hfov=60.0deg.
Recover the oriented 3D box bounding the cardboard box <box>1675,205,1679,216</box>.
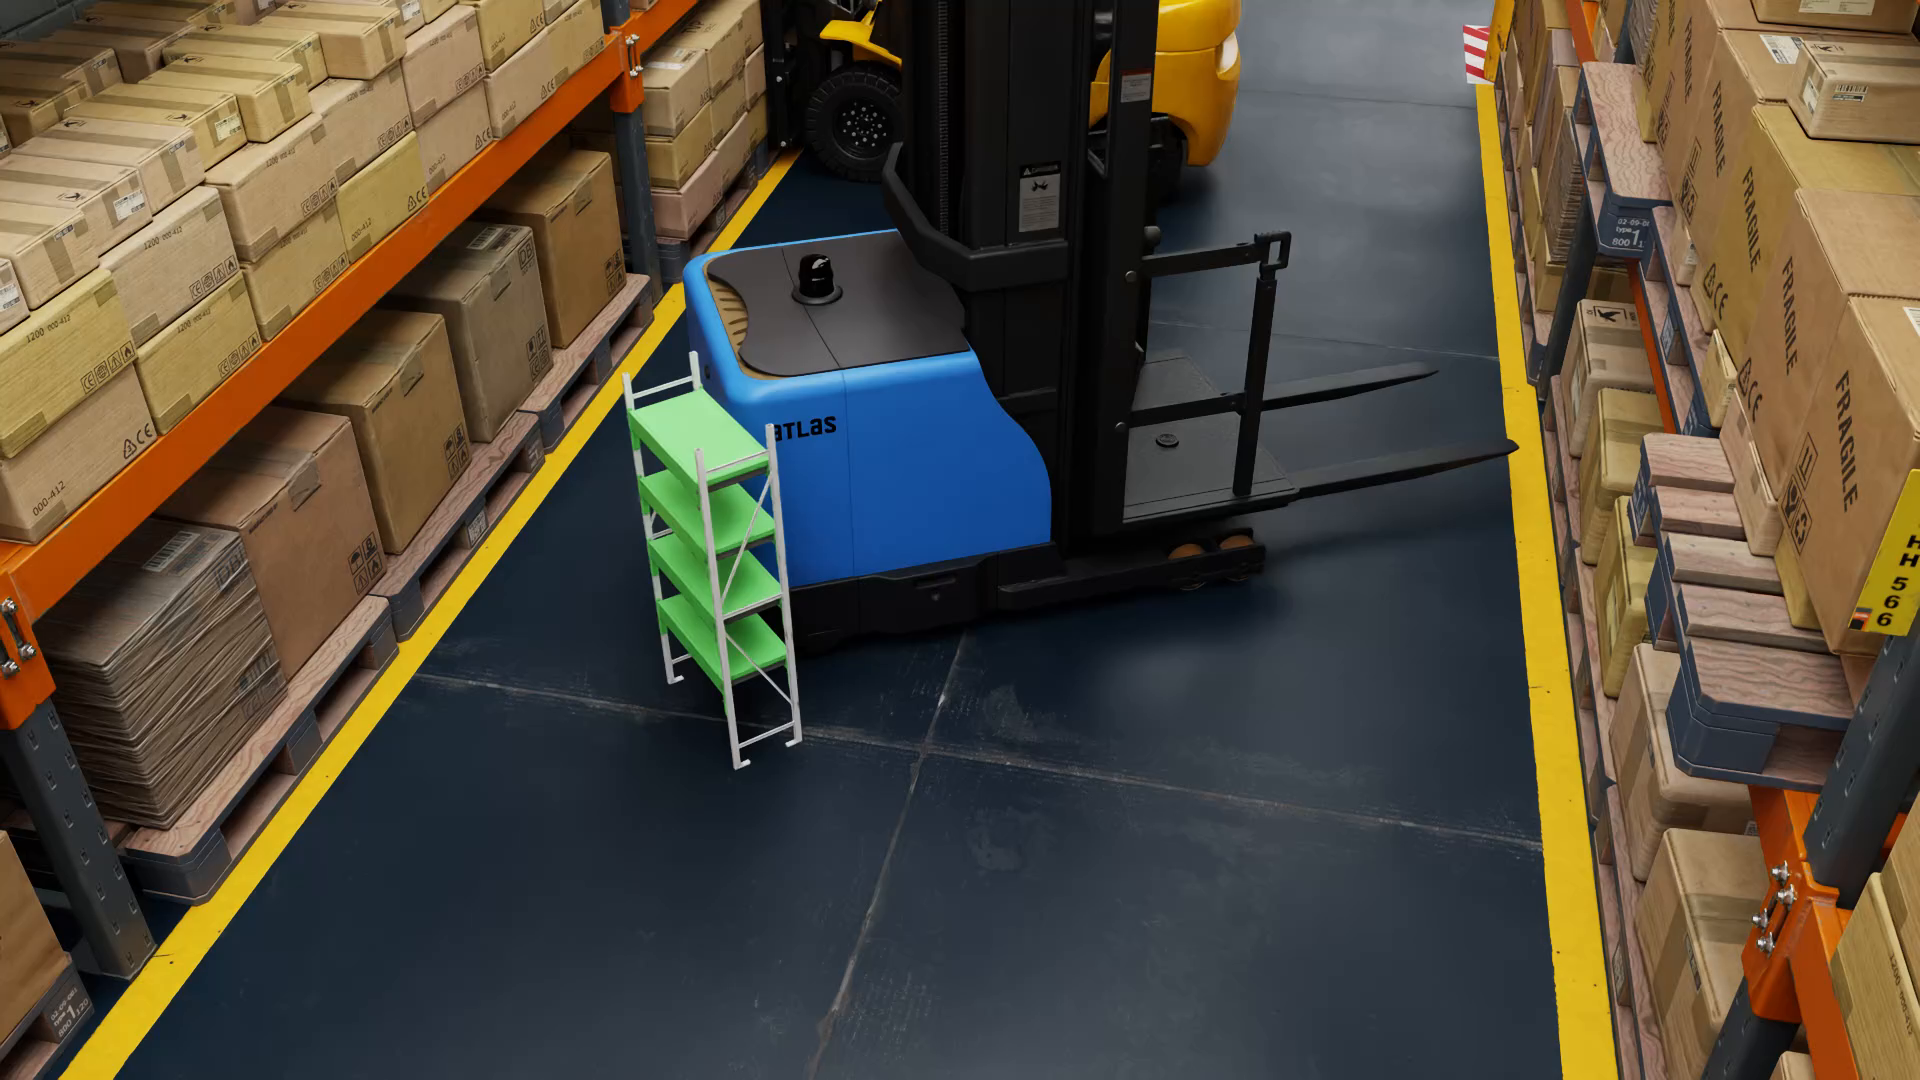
[{"bbox_3d":[2.328,-0.961,4.877,0.380,0.149,0.250,8,37,10],"label":"cardboard box"}]

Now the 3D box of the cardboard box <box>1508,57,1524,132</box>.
[{"bbox_3d":[3.249,-2.399,8.989,0.500,0.250,0.500,9,37,12],"label":"cardboard box"}]

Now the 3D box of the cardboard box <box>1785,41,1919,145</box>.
[{"bbox_3d":[2.173,-1.042,3.882,0.380,0.149,0.250,6,36,8],"label":"cardboard box"}]

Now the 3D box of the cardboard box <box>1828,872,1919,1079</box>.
[{"bbox_3d":[1.749,0.835,2.670,0.500,0.250,0.500,7,36,9],"label":"cardboard box"}]

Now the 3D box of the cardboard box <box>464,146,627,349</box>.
[{"bbox_3d":[-1.997,-1.296,7.148,0.875,0.625,0.625,9,37,12],"label":"cardboard box"}]

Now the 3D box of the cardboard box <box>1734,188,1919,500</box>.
[{"bbox_3d":[2.024,-0.399,3.548,0.500,0.500,0.500,7,36,9],"label":"cardboard box"}]

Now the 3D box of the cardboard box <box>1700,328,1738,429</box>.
[{"bbox_3d":[2.042,-0.376,4.070,0.380,0.149,0.250,8,37,11],"label":"cardboard box"}]

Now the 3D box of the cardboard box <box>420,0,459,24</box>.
[{"bbox_3d":[-1.938,-1.874,5.642,0.380,0.149,0.250,6,36,9],"label":"cardboard box"}]

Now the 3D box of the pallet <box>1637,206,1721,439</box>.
[{"bbox_3d":[2.482,-0.537,4.599,1.003,0.211,1.213,7,37,10],"label":"pallet"}]

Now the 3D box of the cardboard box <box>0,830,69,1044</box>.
[{"bbox_3d":[-2.631,1.016,4.064,0.500,0.500,0.500,8,37,11],"label":"cardboard box"}]

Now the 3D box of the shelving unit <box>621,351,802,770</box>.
[{"bbox_3d":[-0.751,0.079,5.115,0.258,1.200,0.503,-21,41,-26],"label":"shelving unit"}]

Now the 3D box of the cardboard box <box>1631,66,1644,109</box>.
[{"bbox_3d":[2.527,-1.559,5.701,0.380,0.149,0.250,8,37,11],"label":"cardboard box"}]

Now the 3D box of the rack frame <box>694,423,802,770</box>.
[{"bbox_3d":[-0.618,0.199,4.950,0.240,1.200,0.015,-21,41,-26],"label":"rack frame"}]

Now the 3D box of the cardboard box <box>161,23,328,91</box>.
[{"bbox_3d":[-2.169,-1.446,5.052,0.380,0.149,0.250,7,37,10],"label":"cardboard box"}]

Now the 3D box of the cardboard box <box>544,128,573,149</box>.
[{"bbox_3d":[-1.993,-1.952,7.947,0.500,0.250,0.500,7,36,9],"label":"cardboard box"}]

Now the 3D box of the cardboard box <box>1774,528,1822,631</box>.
[{"bbox_3d":[1.926,0.077,3.445,0.380,0.149,0.250,8,37,11],"label":"cardboard box"}]

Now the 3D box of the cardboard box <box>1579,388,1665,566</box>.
[{"bbox_3d":[2.694,-0.161,5.797,0.950,0.372,0.625,10,37,13],"label":"cardboard box"}]

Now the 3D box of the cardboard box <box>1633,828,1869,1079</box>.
[{"bbox_3d":[2.229,1.096,4.063,0.950,0.372,0.625,5,36,7],"label":"cardboard box"}]

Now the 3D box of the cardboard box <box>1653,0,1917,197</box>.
[{"bbox_3d":[2.348,-1.297,4.787,0.500,0.500,0.500,7,37,10],"label":"cardboard box"}]

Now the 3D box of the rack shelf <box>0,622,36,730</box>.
[{"bbox_3d":[-3.178,1.343,2.454,1.077,0.370,4.000,7,37,10],"label":"rack shelf"}]

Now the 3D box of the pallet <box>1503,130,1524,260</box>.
[{"bbox_3d":[3.321,-1.730,8.457,1.003,0.211,1.213,7,37,10],"label":"pallet"}]

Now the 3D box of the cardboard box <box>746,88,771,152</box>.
[{"bbox_3d":[-1.282,-2.270,8.812,0.500,0.250,0.500,8,37,11],"label":"cardboard box"}]

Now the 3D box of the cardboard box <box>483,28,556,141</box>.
[{"bbox_3d":[-1.851,-1.717,6.191,0.500,0.250,0.500,7,37,10],"label":"cardboard box"}]

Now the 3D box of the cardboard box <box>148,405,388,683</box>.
[{"bbox_3d":[-2.473,-0.035,5.408,0.875,0.625,0.625,8,37,11],"label":"cardboard box"}]

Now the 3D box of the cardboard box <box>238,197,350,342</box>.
[{"bbox_3d":[-2.202,-0.842,4.983,0.500,0.250,0.500,6,36,8],"label":"cardboard box"}]

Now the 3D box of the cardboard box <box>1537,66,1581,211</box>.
[{"bbox_3d":[2.924,-1.793,7.514,0.500,0.500,0.500,8,37,11],"label":"cardboard box"}]

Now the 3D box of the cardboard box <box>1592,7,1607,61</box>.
[{"bbox_3d":[2.771,-2.033,6.713,0.380,0.149,0.250,8,37,11],"label":"cardboard box"}]

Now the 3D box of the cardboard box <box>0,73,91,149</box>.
[{"bbox_3d":[-2.701,-1.204,4.718,0.380,0.149,0.250,7,37,10],"label":"cardboard box"}]

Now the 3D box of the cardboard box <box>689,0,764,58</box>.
[{"bbox_3d":[-1.273,-2.666,8.506,0.500,0.250,0.500,9,37,12],"label":"cardboard box"}]

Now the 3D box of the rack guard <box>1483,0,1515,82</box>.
[{"bbox_3d":[3.791,-3.006,9.971,1.175,0.500,0.348,7,37,10],"label":"rack guard"}]

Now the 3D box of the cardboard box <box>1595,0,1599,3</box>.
[{"bbox_3d":[2.909,-2.511,6.820,0.500,0.500,0.500,9,37,12],"label":"cardboard box"}]

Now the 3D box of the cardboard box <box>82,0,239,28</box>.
[{"bbox_3d":[-2.552,-1.648,5.331,0.380,0.149,0.250,8,37,10],"label":"cardboard box"}]

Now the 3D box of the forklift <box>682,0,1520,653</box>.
[{"bbox_3d":[0.597,-1.292,5.535,3.031,2.935,1.130,-10,37,-13],"label":"forklift"}]

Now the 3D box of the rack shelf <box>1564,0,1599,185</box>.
[{"bbox_3d":[3.381,-2.623,7.927,1.077,0.370,4.000,7,37,10],"label":"rack shelf"}]

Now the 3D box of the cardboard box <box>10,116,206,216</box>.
[{"bbox_3d":[-2.266,-0.999,4.435,0.380,0.149,0.250,8,37,10],"label":"cardboard box"}]

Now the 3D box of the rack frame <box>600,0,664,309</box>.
[{"bbox_3d":[-1.897,-2.388,6.989,1.000,3.000,0.127,7,37,10],"label":"rack frame"}]

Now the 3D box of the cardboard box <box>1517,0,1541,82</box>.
[{"bbox_3d":[3.253,-2.680,8.738,0.500,0.500,0.500,6,36,8],"label":"cardboard box"}]

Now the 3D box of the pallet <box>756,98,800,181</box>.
[{"bbox_3d":[-1.427,-2.411,9.397,1.003,0.211,1.213,7,37,10],"label":"pallet"}]

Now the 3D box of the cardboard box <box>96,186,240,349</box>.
[{"bbox_3d":[-2.309,-0.747,4.427,0.500,0.250,0.500,8,37,11],"label":"cardboard box"}]

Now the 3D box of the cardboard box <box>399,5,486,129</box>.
[{"bbox_3d":[-1.969,-1.628,5.642,0.500,0.250,0.500,8,37,11],"label":"cardboard box"}]

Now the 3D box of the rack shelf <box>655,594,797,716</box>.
[{"bbox_3d":[-0.748,0.324,5.295,0.258,0.148,0.480,-21,41,-26],"label":"rack shelf"}]

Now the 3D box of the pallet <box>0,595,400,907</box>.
[{"bbox_3d":[-2.537,0.567,5.288,1.003,0.211,1.213,7,37,10],"label":"pallet"}]

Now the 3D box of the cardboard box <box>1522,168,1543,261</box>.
[{"bbox_3d":[2.921,-1.504,7.754,0.500,0.250,0.500,6,36,9],"label":"cardboard box"}]

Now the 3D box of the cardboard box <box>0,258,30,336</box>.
[{"bbox_3d":[-2.395,-0.544,3.807,0.380,0.149,0.250,8,37,11],"label":"cardboard box"}]

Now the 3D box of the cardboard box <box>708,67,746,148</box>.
[{"bbox_3d":[-1.386,-2.175,8.254,0.500,0.250,0.500,7,37,10],"label":"cardboard box"}]

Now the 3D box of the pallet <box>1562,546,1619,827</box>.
[{"bbox_3d":[2.530,0.509,5.368,1.003,0.211,1.213,7,37,10],"label":"pallet"}]
